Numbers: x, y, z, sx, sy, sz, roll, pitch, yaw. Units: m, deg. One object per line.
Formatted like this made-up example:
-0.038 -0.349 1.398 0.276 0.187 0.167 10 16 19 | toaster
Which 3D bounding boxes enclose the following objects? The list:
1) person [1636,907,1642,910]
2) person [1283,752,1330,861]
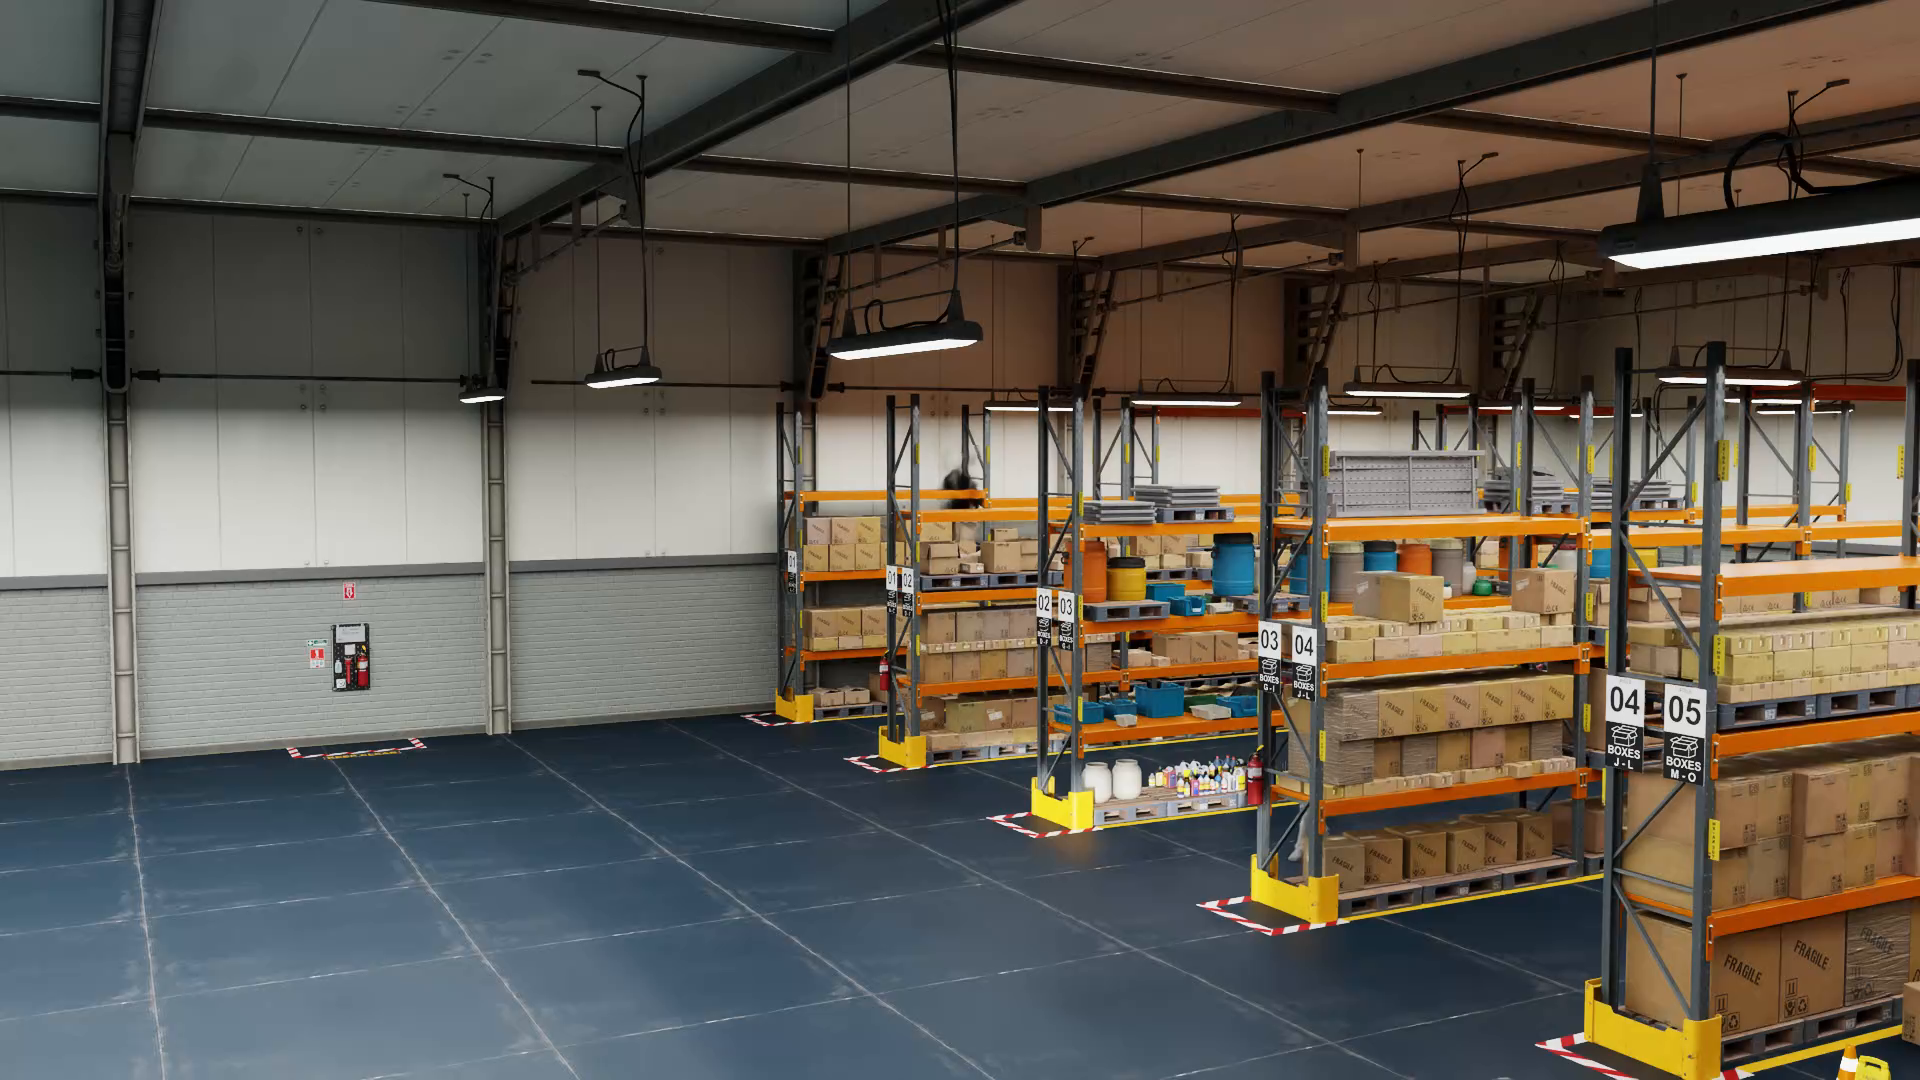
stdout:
7.215 3.487 17.236 0.647 1.442 0.538 -2 4 -33 | person
4.381 3.083 20.945 0.922 1.770 0.677 -3 4 -39 | person
